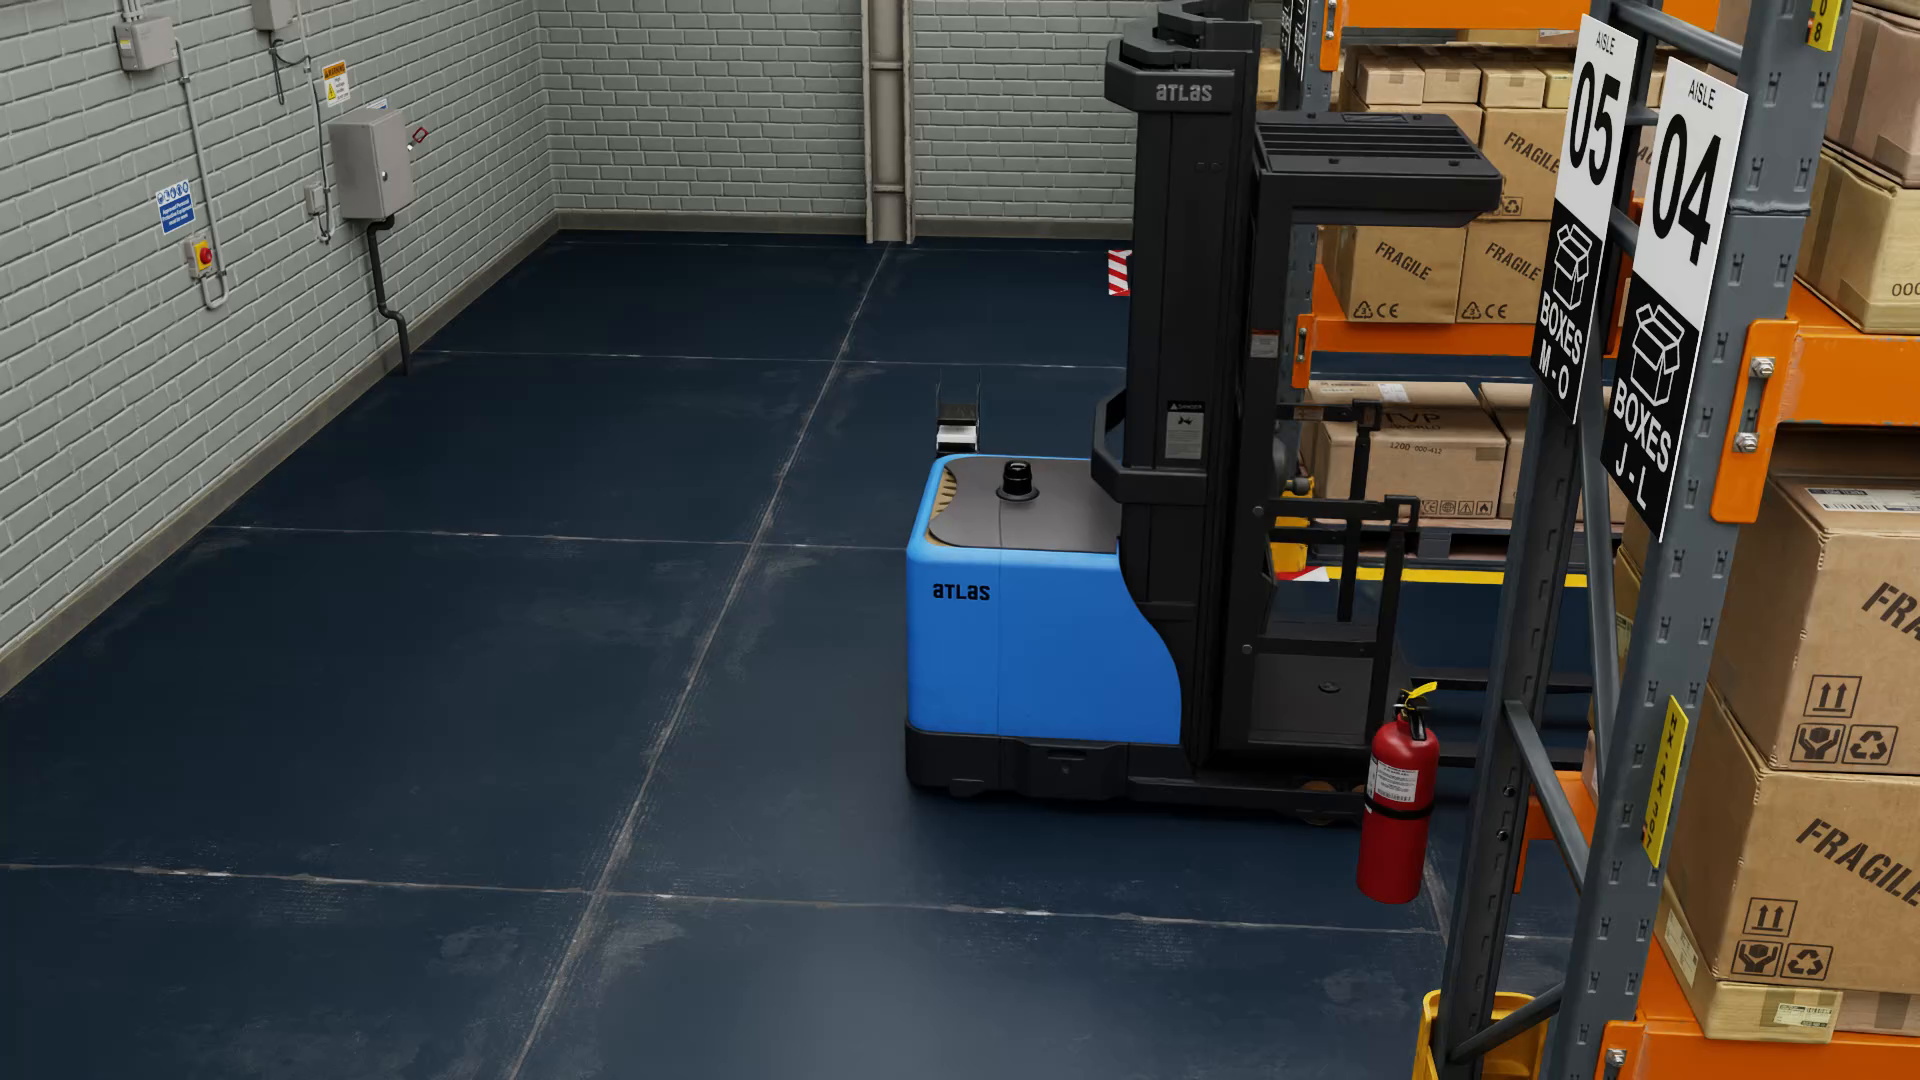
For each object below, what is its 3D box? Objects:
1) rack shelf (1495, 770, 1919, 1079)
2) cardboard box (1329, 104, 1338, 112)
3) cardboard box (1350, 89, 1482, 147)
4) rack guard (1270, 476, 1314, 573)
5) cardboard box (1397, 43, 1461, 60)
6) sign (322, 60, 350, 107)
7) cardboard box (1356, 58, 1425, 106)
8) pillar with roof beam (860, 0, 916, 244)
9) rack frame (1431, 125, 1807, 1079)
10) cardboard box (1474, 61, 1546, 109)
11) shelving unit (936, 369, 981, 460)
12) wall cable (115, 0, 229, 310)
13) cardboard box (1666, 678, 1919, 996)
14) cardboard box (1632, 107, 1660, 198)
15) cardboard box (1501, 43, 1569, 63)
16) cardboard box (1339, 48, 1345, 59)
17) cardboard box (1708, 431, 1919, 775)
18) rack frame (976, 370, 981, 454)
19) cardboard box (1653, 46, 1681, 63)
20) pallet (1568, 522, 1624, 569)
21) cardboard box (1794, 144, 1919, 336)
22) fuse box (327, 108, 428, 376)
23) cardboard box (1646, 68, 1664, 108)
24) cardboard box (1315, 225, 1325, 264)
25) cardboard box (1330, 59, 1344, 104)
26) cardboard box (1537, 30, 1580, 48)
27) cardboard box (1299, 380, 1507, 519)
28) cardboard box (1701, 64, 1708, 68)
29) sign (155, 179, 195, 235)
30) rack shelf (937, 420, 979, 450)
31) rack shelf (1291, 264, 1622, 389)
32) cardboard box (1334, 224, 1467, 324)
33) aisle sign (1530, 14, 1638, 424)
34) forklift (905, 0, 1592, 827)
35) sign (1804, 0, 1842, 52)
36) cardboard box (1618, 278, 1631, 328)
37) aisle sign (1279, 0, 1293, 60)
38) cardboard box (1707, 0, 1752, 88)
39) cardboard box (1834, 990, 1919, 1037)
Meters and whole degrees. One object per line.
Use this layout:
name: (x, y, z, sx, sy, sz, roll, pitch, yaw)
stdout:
rack shelf: (3.362, 1.014, 3.819, 4.000, 0.370, 1.077, 2, 25, 4)
cardboard box: (2.850, -3.291, 12.614, 0.250, 0.149, 0.380, 2, 25, 3)
cardboard box: (2.102, -1.809, 7.777, 0.500, 0.500, 0.500, 1, 25, 3)
rack guard: (1.622, -0.309, 8.823, 0.348, 0.500, 1.175, 2, 25, 4)
cardboard box: (2.274, -2.312, 8.094, 0.250, 0.149, 0.380, 2, 25, 5)
sign: (-3.883, -2.844, 10.354, 0.001, 0.242, 0.339, 2, 25, 4)
cardboard box: (1.978, -2.111, 7.658, 0.250, 0.149, 0.380, 2, 25, 5)
pillar with roof beam: (-0.927, -4.905, 8.646, 0.400, 9.000, 9.100, 2, 25, 4)
rack frame: (1.367, 0.623, 3.808, 0.127, 3.000, 1.000, 2, 25, 4)
cardboard box: (2.496, -2.076, 7.582, 0.250, 0.149, 0.380, 3, 25, 6)
shelving unit: (-0.008, -0.409, 8.562, 0.210, 0.900, 0.258, 2, 25, 4)
wall cable: (-3.978, -2.090, 8.451, 0.123, 1.953, 0.585, 2, 25, 4)
cardboard box: (1.794, 0.572, 3.444, 0.500, 0.500, 0.500, 3, 25, 6)
cardboard box: (3.132, -1.782, 7.719, 0.500, 0.500, 0.500, 2, 25, 4)
cardboard box: (2.786, -2.313, 8.097, 0.250, 0.149, 0.380, 2, 25, 5)
cardboard box: (3.015, -3.658, 12.936, 0.500, 0.250, 0.500, 2, 25, 4)
cardboard box: (1.795, 0.113, 3.244, 0.500, 0.500, 0.500, 2, 25, 4)
rack frame: (0.093, -0.406, 8.555, 0.006, 0.900, 0.240, 2, 25, 4)
cardboard box: (3.295, -2.292, 8.051, 0.250, 0.149, 0.380, 2, 25, 5)
pallet: (3.662, -0.144, 8.810, 1.213, 0.211, 1.003, 2, 25, 4)
cardboard box: (1.796, -0.551, 2.950, 0.500, 0.250, 0.500, 3, 25, 6)
fuse box: (-3.672, -1.900, 10.832, 0.414, 1.711, 0.539, 2, 25, 4)
cardboard box: (3.025, -2.089, 7.610, 0.250, 0.149, 0.380, 2, 25, 5)
cardboard box: (2.625, -2.510, 13.101, 0.637, 0.503, 0.797, 1, 25, 2)
cardboard box: (2.956, -3.437, 12.454, 0.500, 0.250, 0.500, 2, 25, 5)
cardboard box: (4.546, -3.951, 12.674, 0.500, 0.500, 0.500, 1, 25, 3)
cardboard box: (2.311, -0.491, 8.791, 0.875, 0.438, 0.875, 1, 25, 2)
cardboard box: (3.521, -2.044, 7.512, 0.250, 0.149, 0.380, 1, 25, 3)
sign: (-4.043, -1.719, 8.574, 0.001, 0.218, 0.327, 2, 25, 4)
rack shelf: (-0.008, -0.542, 8.501, 0.200, 0.077, 0.258, 2, 25, 4)
rack shelf: (3.640, -1.053, 8.310, 4.000, 0.370, 1.077, 2, 25, 4)
cardboard box: (2.102, -1.354, 7.984, 0.500, 0.500, 0.500, 2, 25, 4)
aisle sign: (1.318, -0.686, 3.542, 0.004, 0.787, 0.394, 2, 25, 4)
forklift: (1.335, -0.465, 6.253, 3.031, 2.935, 1.130, 2, 25, 5)
sign: (1.326, -0.911, 2.507, 0.005, 0.325, 0.100, 2, 25, 4)
cardboard box: (3.115, -1.326, 7.923, 0.500, 0.500, 0.500, 2, 25, 4)
aisle sign: (1.598, -2.756, 8.041, 0.004, 0.787, 0.394, 2, 25, 4)
cardboard box: (1.846, -0.990, 3.306, 0.500, 0.250, 0.500, 1, 25, 2)
cardboard box: (1.922, 0.875, 3.561, 0.250, 0.149, 0.380, 3, 25, 6)
